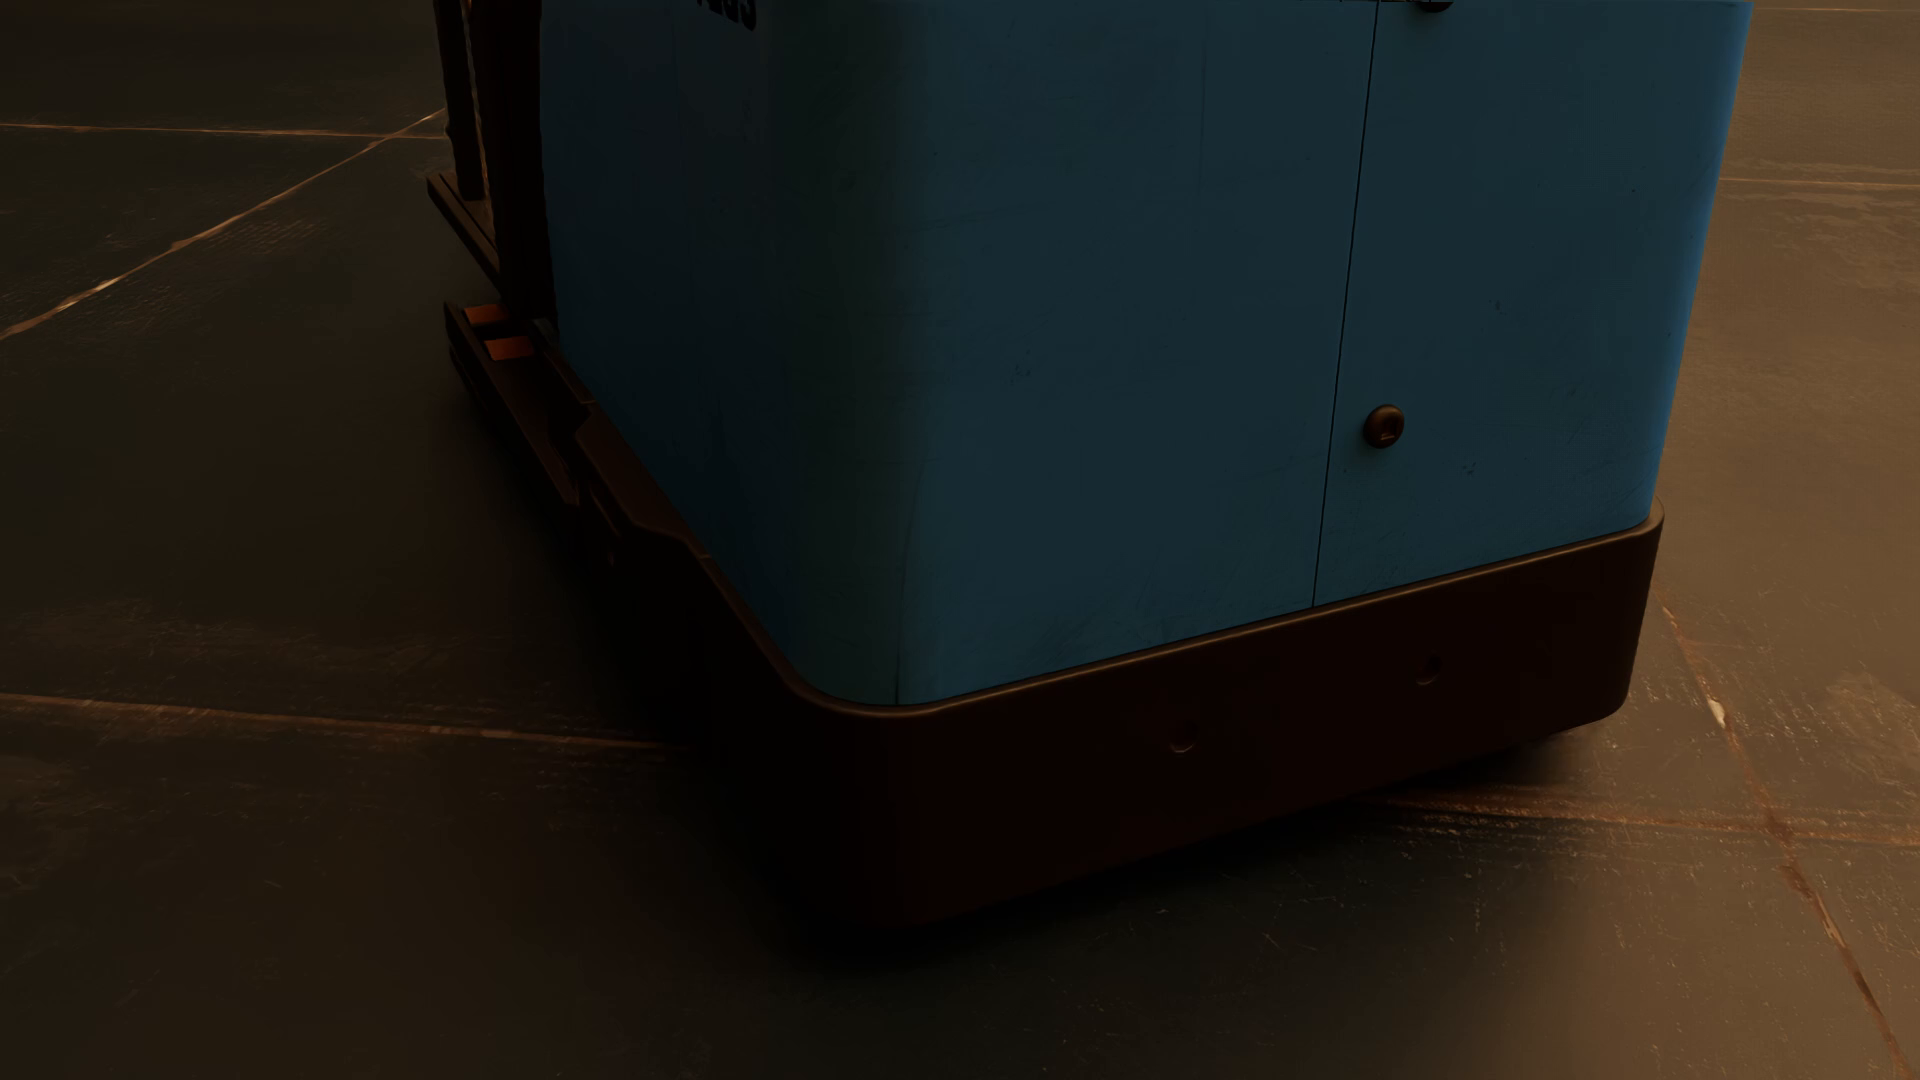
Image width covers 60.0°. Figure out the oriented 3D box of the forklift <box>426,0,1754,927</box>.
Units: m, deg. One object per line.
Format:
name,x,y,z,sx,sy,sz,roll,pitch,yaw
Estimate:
forklift,-0.285,-1.571,2.366,1.130,2.935,3.031,-12,29,-22
